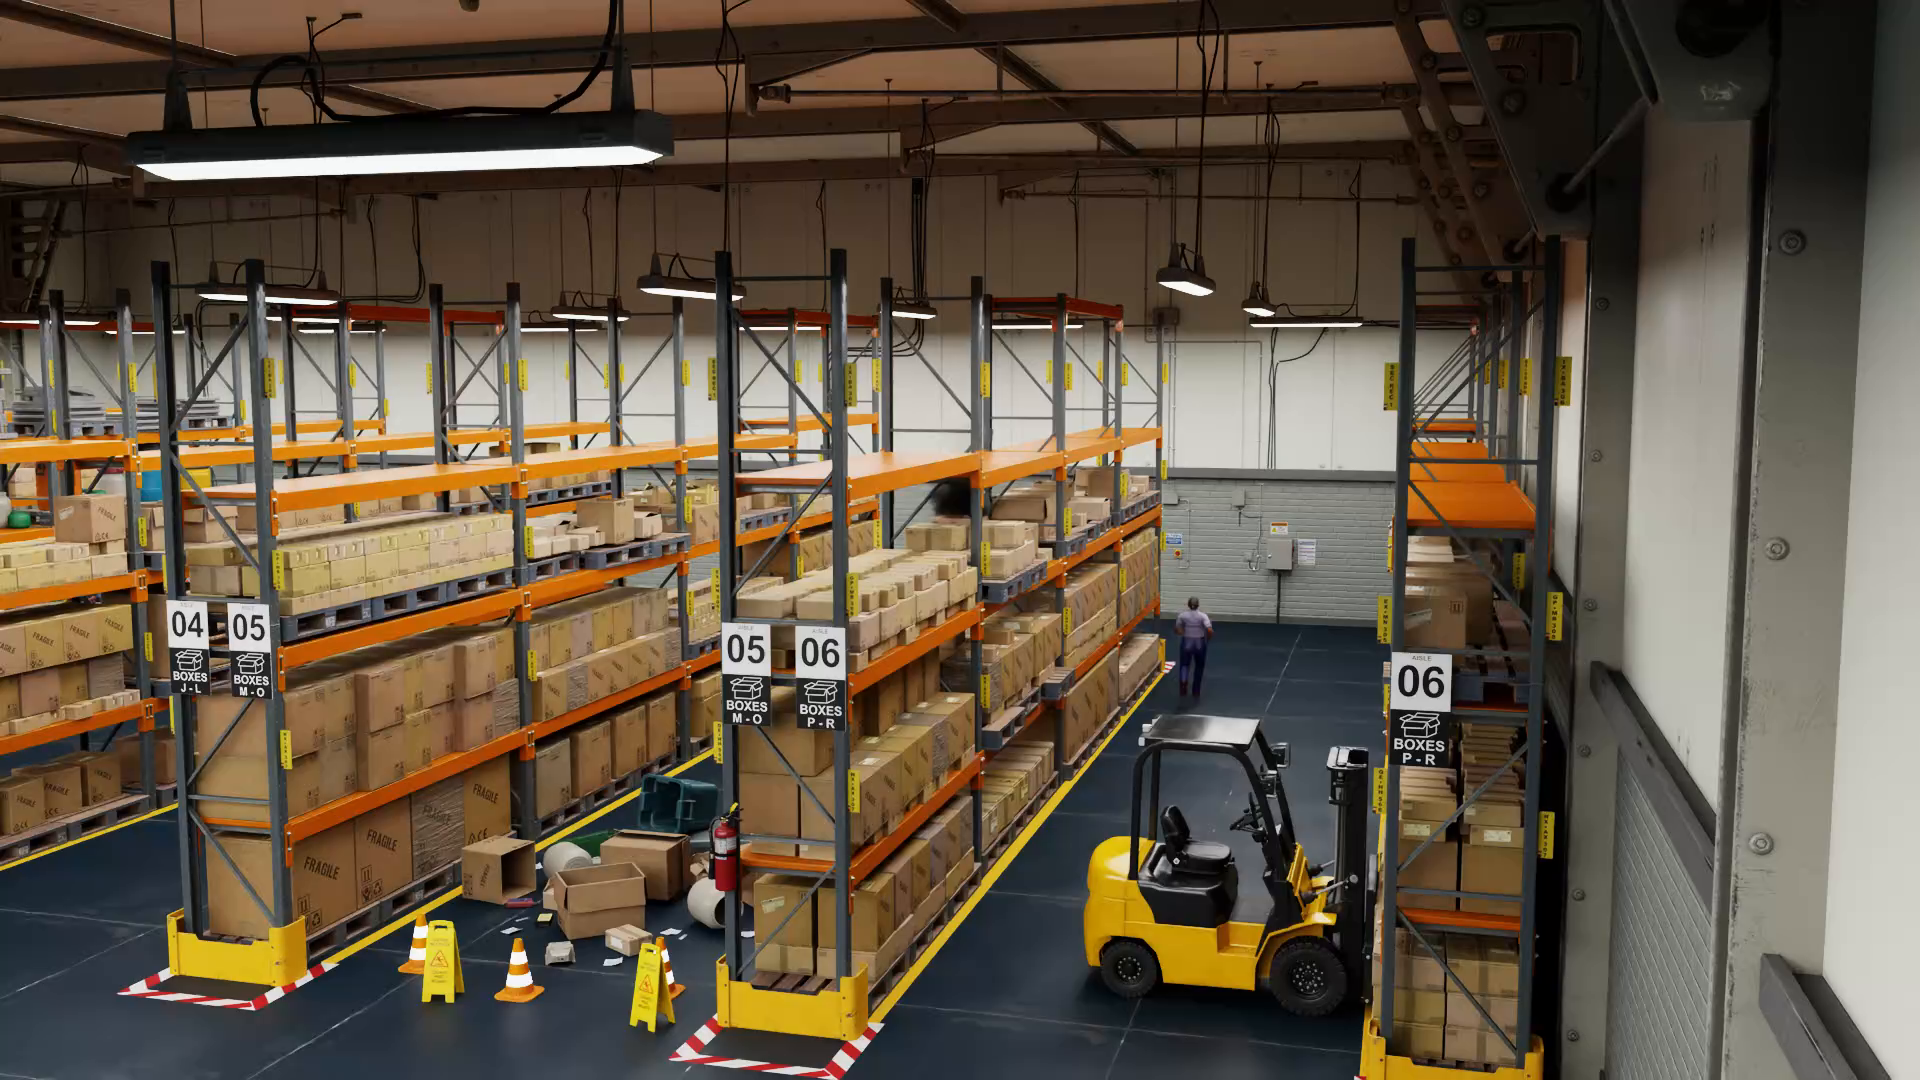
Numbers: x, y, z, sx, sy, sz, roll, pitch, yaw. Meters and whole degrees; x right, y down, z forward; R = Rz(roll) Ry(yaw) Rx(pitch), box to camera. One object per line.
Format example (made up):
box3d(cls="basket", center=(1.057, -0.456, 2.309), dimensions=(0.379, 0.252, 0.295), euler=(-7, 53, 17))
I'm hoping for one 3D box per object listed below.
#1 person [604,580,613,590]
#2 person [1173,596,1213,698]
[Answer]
box3d(cls="person", center=(-5.738, 1.428, 27.222), dimensions=(0.564, 1.715, 0.880), euler=(1, 6, 6))
box3d(cls="person", center=(3.598, 1.661, 25.626), dimensions=(0.615, 1.602, 0.727), euler=(2, 6, 14))
